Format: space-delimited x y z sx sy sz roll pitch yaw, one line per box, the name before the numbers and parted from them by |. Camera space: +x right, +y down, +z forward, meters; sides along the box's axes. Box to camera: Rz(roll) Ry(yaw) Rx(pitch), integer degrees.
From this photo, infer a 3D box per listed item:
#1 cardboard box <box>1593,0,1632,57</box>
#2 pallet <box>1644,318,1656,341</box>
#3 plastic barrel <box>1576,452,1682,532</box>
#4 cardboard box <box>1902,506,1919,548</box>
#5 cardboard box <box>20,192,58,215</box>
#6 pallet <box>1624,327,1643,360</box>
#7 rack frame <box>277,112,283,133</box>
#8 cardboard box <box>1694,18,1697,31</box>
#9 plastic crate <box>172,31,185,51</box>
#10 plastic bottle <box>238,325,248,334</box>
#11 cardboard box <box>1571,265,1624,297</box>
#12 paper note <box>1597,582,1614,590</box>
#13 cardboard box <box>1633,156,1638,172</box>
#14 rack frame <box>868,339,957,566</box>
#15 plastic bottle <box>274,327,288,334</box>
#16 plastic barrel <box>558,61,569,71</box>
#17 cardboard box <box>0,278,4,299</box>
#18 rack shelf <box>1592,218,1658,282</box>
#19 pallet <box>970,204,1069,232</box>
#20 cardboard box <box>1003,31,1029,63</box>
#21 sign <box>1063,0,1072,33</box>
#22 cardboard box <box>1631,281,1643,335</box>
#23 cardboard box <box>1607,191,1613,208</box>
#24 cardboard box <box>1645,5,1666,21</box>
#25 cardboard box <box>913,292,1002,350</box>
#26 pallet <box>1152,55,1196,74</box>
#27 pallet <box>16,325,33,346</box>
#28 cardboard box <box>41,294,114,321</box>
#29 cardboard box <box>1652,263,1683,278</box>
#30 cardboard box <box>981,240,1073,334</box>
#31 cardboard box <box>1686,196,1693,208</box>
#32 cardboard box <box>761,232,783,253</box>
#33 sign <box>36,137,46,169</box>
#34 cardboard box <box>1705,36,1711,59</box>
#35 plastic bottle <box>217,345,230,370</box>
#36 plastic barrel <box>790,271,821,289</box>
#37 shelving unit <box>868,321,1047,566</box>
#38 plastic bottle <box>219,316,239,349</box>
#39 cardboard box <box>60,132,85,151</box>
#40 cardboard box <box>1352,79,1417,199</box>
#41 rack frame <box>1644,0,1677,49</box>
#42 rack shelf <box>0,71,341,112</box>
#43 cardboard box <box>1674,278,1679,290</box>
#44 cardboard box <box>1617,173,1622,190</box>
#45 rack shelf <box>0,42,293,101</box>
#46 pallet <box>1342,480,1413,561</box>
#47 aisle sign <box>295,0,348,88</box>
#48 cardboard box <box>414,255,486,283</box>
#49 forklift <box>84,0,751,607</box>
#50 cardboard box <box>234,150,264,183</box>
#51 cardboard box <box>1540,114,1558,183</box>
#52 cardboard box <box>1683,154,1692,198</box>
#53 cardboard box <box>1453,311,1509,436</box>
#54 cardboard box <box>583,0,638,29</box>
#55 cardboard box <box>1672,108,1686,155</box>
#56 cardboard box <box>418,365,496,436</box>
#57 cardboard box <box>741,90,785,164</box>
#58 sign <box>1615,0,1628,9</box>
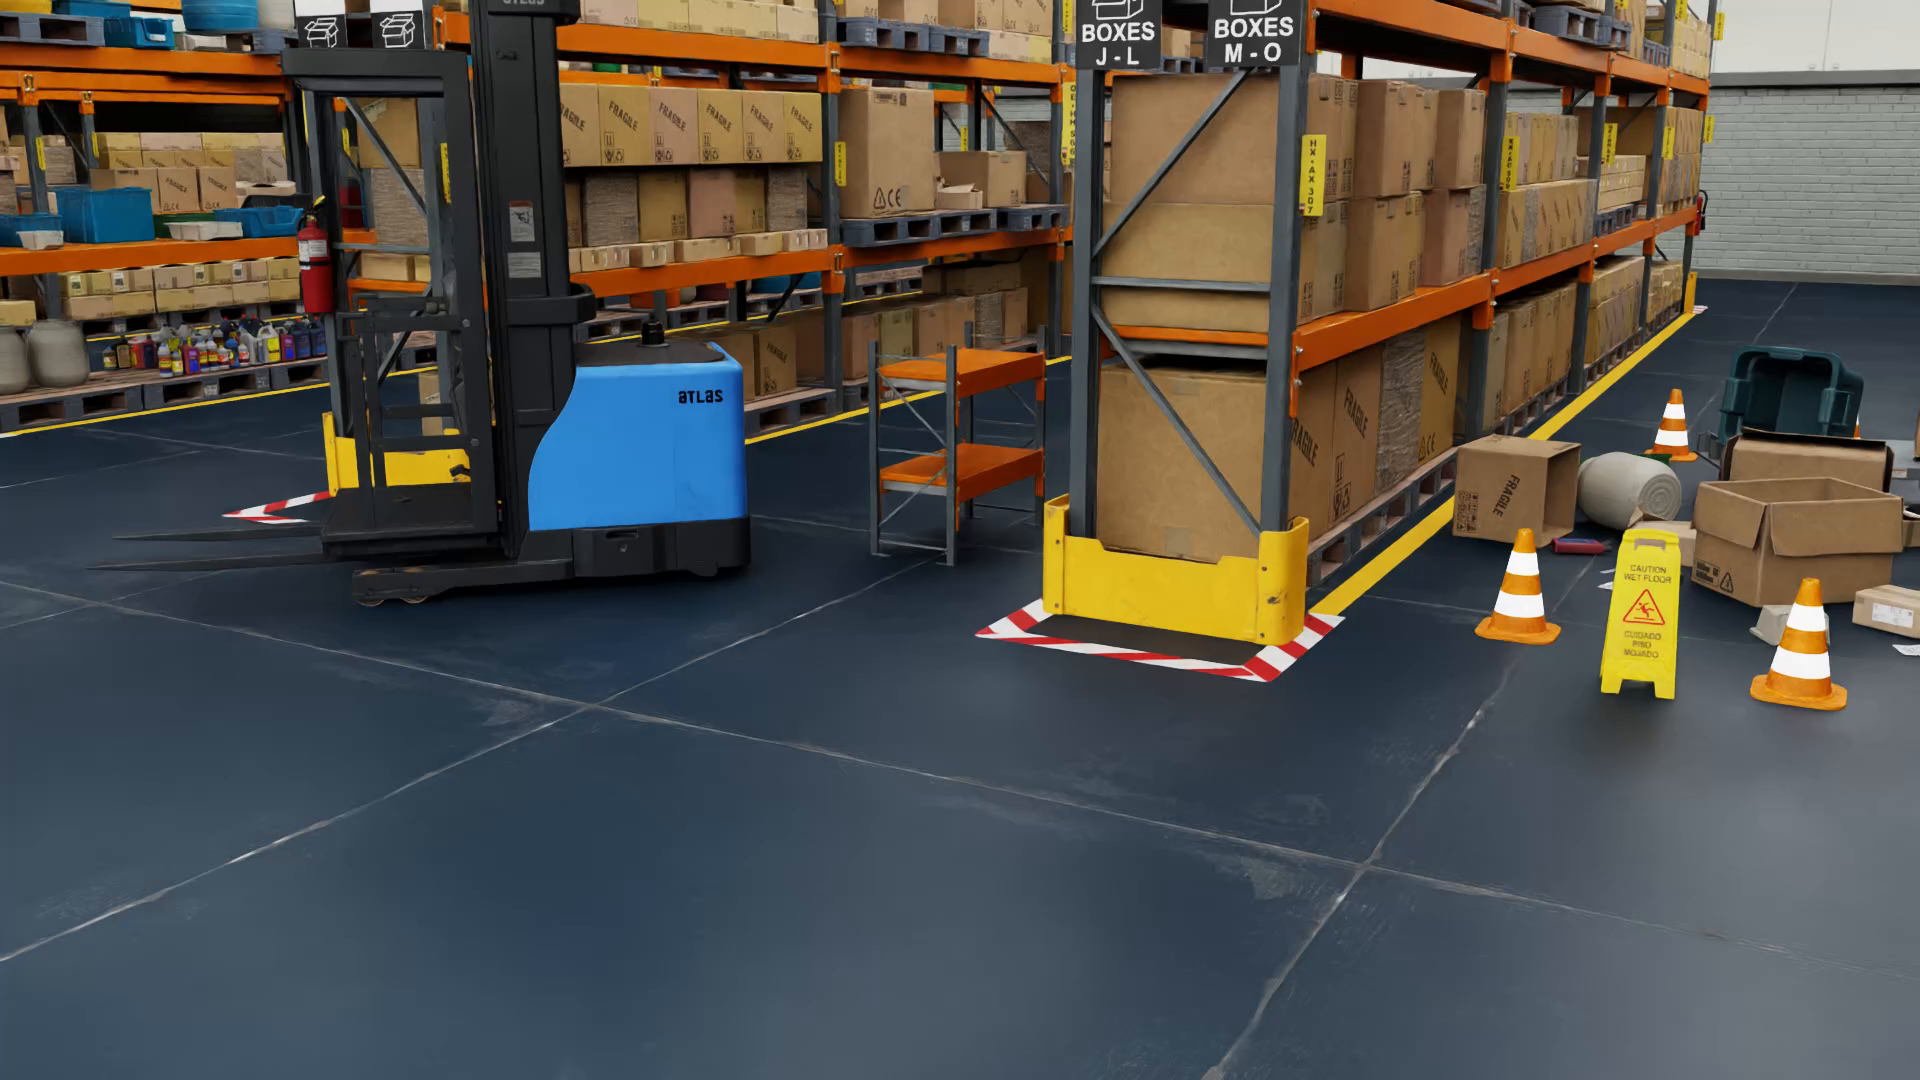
cardboard box | 5.342 -4.339 14.017 0.500 0.500 0.500 7 15 28
pallet | 7.061 -2.352 18.339 1.003 0.211 1.213 7 15 28
plastic barrel | 3.694 -0.265 9.231 0.421 0.421 0.512 -5 14 -20
cardboard box | 5.009 -0.131 9.011 0.258 0.266 0.396 -3 14 -11
cardboard box | -9.864 -3.663 18.148 0.500 0.250 0.500 9 16 32
pallet | 6.392 -2.050 17.087 1.003 0.211 1.213 7 15 28
rack frame | -10.534 -5.832 26.824 1.000 3.000 0.127 7 15 28
cardboard box | 8.150 -5.848 18.892 0.380 0.149 0.250 8 16 29
plastic crate | -6.730 -4.131 13.819 0.336 0.188 0.450 7 15 28
plastic bottle | -6.447 -1.794 14.956 0.097 0.271 0.097 0 14 0
cardboard box | 5.874 -2.417 15.495 0.500 0.250 0.500 8 15 28
paper note | 3.190 0.220 8.061 0.142 0.017 0.144 -12 18 -40
cardboard box | 6.488 -3.724 16.453 0.380 0.149 0.250 7 15 26
rack frame | -0.242 -0.444 8.475 0.500 1.125 0.032 7 15 28
plastic bottle | -6.023 -1.766 14.829 0.152 0.276 0.135 7 15 28
plastic barrel | -4.206 -4.993 17.237 0.301 0.262 0.301 0 14 0
cardboard box | -10.562 -2.803 17.629 0.500 0.500 0.500 7 15 28
rack shelf | 5.800 -2.806 15.806 1.077 0.370 4.000 7 15 28
pallet | 0.289 -3.076 15.803 1.213 0.211 1.003 7 15 28
cardboard box | 0.297 -4.484 15.154 0.500 0.250 0.500 7 15 28
sign | 1.014 -4.975 15.768 0.100 0.325 0.005 7 15 28
cardboard box | 6.630 -2.374 16.919 0.500 0.500 0.500 7 15 27
cardboard box | 5.742 -3.117 15.202 0.380 0.149 0.250 8 16 30
cardboard box | 7.120 -5.420 17.118 0.380 0.149 0.250 7 15 27
cardboard box | -0.023 -2.071 15.620 0.700 0.500 0.500 6 15 23
pallet | 2.074 -5.320 18.708 0.805 0.209 1.217 7 15 26
pallet | -10.485 -2.116 17.361 1.003 0.211 1.213 7 15 28
cardboard box | -9.652 -2.552 18.191 0.500 0.250 0.500 7 15 27
cardboard box | 8.481 -3.244 20.006 0.380 0.149 0.250 7 15 27
cardboard box | 0.892 -2.638 17.214 1.225 0.875 0.875 7 15 25
cardboard box | 8.791 -4.165 20.447 0.380 0.149 0.250 7 15 28
cardboard box | -1.543 -2.213 12.348 0.380 0.149 0.250 7 15 28
sign | -9.577 -4.027 17.321 0.100 0.325 0.005 7 15 28
cardboard box | 8.701 -5.891 19.924 0.500 0.250 0.500 7 15 26
plastic bottle | -6.252 -1.549 14.090 0.097 0.201 0.097 0 14 0
plastic barrel | -2.140 -3.784 21.910 0.600 0.901 0.708 7 15 28
shelving unit | 0.003 -0.548 8.907 0.538 1.125 1.048 7 15 28
plastic bottle | -6.574 -1.837 14.967 0.144 0.351 0.185 7 15 26
cardboard box | -12.476 -5.701 23.791 0.500 0.250 0.500 8 16 30
cardboard box | 1.754 -1.996 8.289 0.875 0.550 0.550 7 15 28
rack frame | 6.767 -6.482 16.721 1.000 3.000 0.127 7 15 28
rack shelf | -9.097 -5.149 19.126 1.077 0.370 4.000 7 15 28
cardboard box | 8.446 -3.102 20.051 0.380 0.149 0.250 7 15 26
cardboard box | 5.991 -3.368 15.610 0.380 0.149 0.250 8 16 30
rack shelf | -6.696 -3.766 13.391 1.077 0.370 4.000 7 15 28
pallet | 1.875 -0.170 9.290 1.003 0.211 1.213 7 15 28
aisle sign | -3.620 -2.972 9.412 0.394 0.787 0.004 7 15 28
cardboard box | -2.981 -1.596 9.789 0.380 0.149 0.250 7 15 28
forklift | -2.615 -1.252 7.974 3.031 2.935 1.130 -4 14 -15
cardboard box | -11.025 -5.704 25.402 0.500 0.500 0.500 7 15 28
cardboard box | 4.118 -2.979 12.645 0.700 0.500 0.500 7 15 27
cardboard box | 8.219 -4.248 19.406 0.500 0.500 0.500 7 15 28
cardboard box | 3.121 -1.172 11.401 1.050 0.750 0.750 7 15 28
cardboard box | -2.381 -3.349 10.445 0.500 0.250 0.500 7 15 28
cardboard box | 7.706 -4.518 18.392 0.500 0.500 0.500 8 16 29
cardboard box | -3.011 -0.802 10.396 0.500 0.500 0.500 11 17 38
cardboard box | -1.611 -2.960 11.931 0.500 0.500 0.500 7 15 28
sign | 5.315 -4.429 13.330 0.100 0.325 0.005 7 15 28
